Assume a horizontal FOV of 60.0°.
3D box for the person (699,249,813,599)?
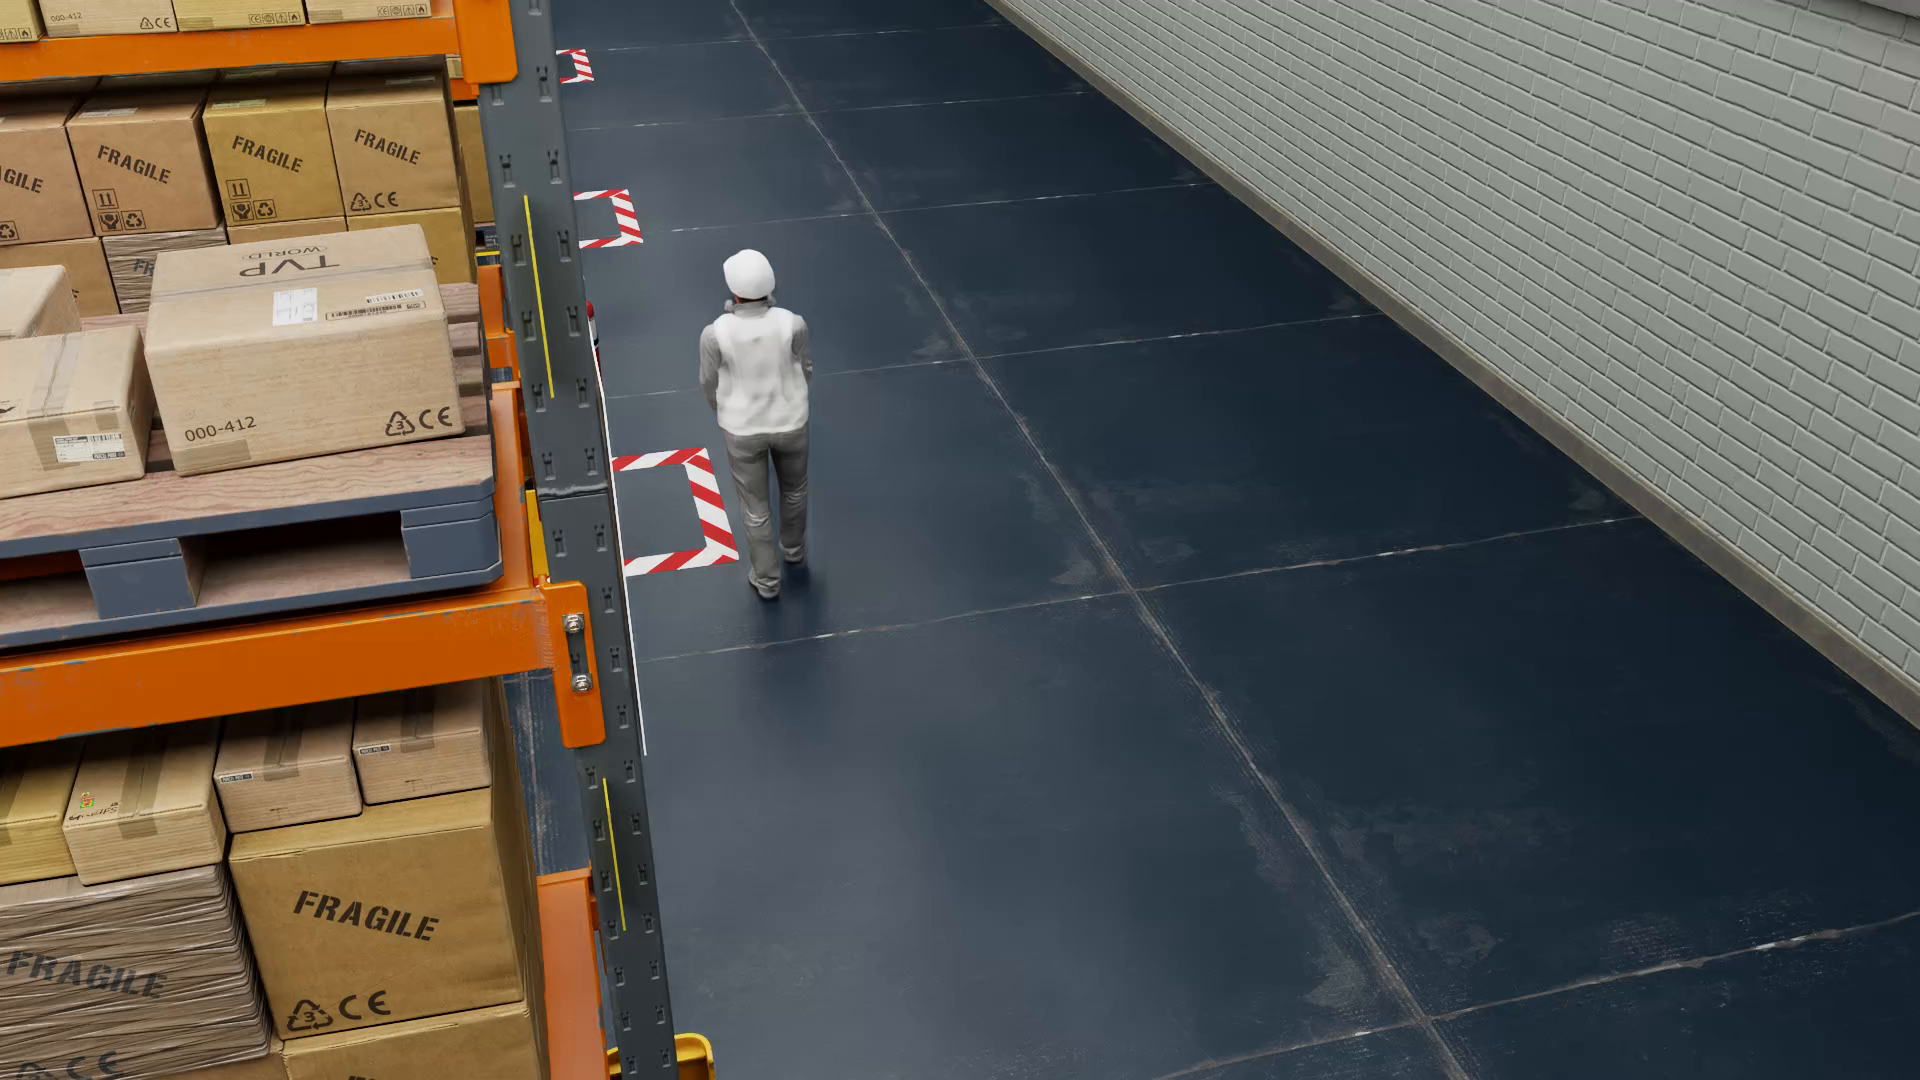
[{"bbox_3d":[-0.994,-0.610,8.136,0.539,1.768,0.633,-8,31,-13],"label":"person"}]
